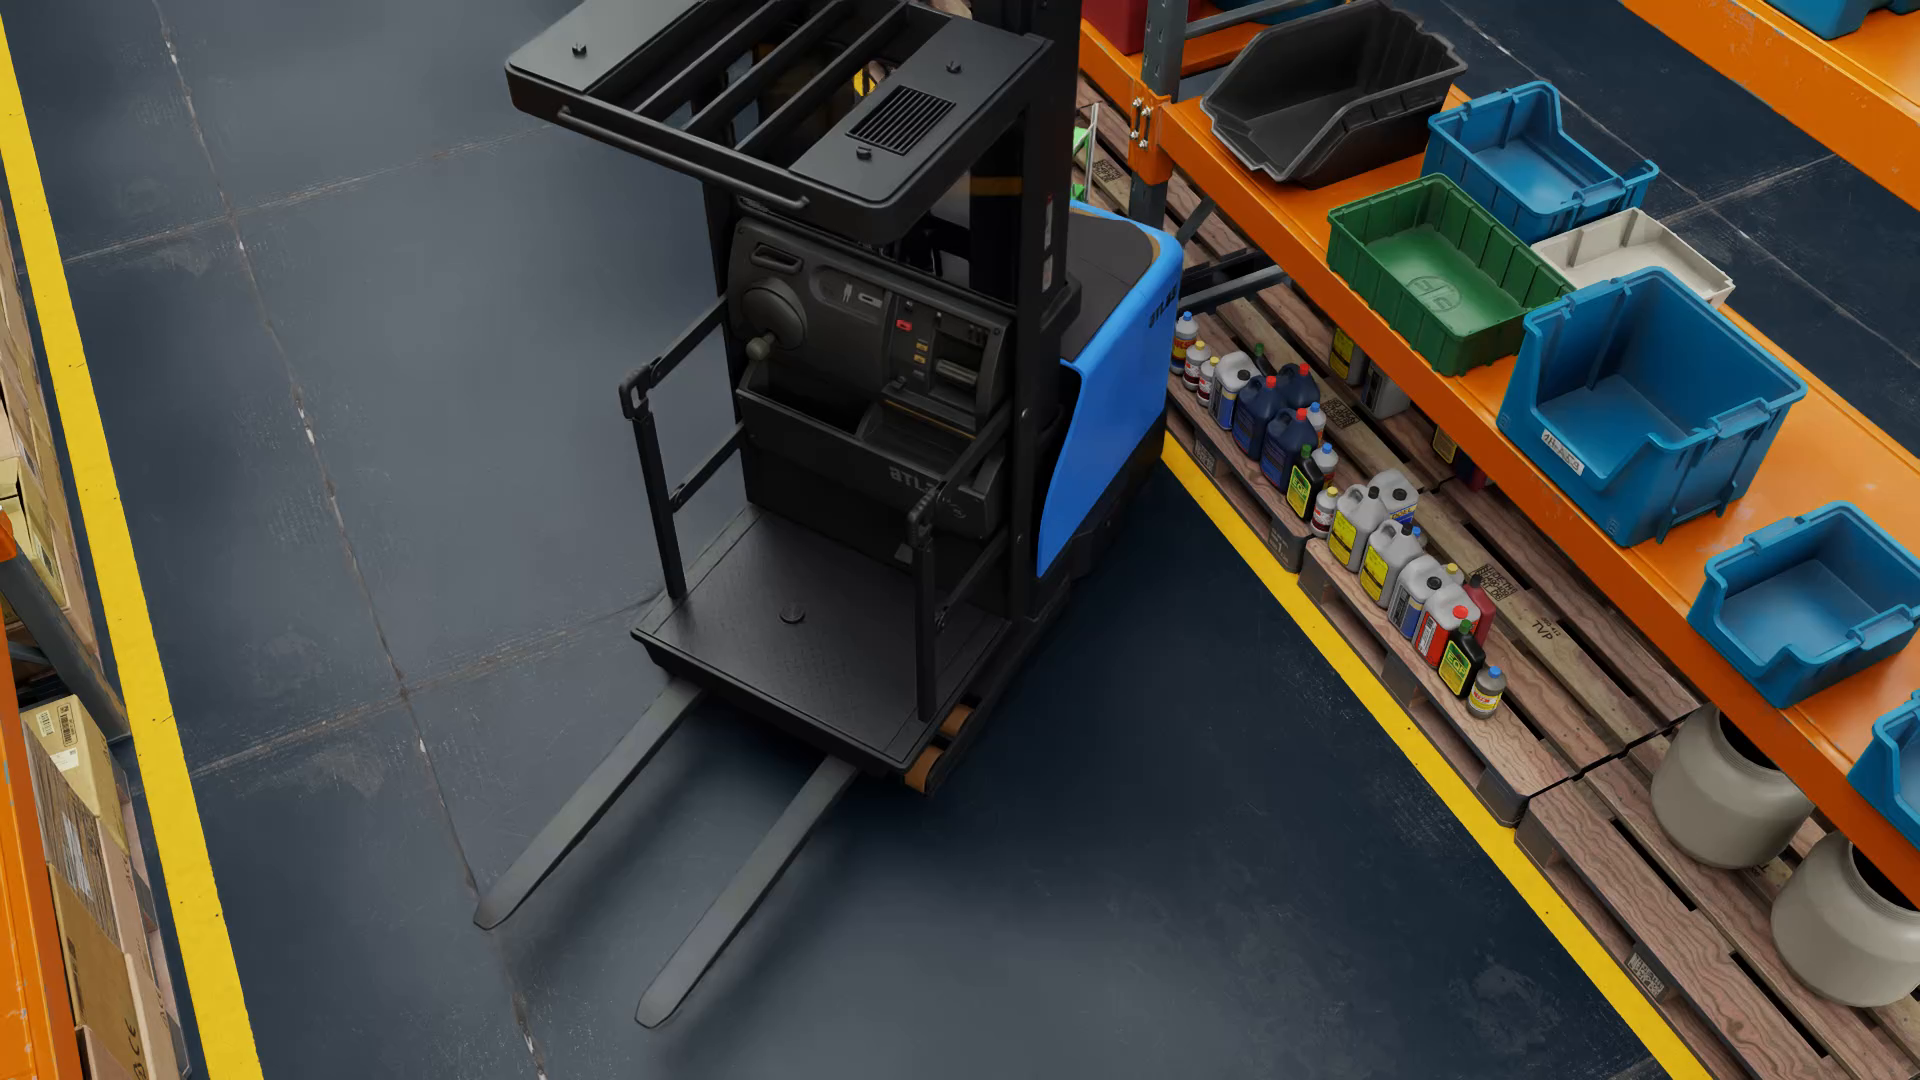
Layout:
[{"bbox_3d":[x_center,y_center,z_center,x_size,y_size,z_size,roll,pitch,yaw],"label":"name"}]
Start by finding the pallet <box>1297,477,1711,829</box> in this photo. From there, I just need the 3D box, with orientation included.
[{"bbox_3d":[1.947,0.308,5.841,1.003,0.211,1.213,-21,52,-18],"label":"pallet"}]

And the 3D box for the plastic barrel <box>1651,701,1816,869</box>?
[{"bbox_3d":[2.346,0.717,5.004,0.421,0.512,0.421,0,49,0],"label":"plastic barrel"}]

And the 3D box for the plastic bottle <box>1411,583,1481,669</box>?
[{"bbox_3d":[1.623,0.281,5.529,0.152,0.276,0.135,-21,52,-17],"label":"plastic bottle"}]

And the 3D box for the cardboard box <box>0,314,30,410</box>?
[{"bbox_3d":[-3.722,-0.651,6.002,0.500,0.311,0.500,-23,53,-19],"label":"cardboard box"}]

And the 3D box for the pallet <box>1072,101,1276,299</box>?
[{"bbox_3d":[0.720,-1.486,7.409,1.003,0.211,1.213,-21,52,-18],"label":"pallet"}]

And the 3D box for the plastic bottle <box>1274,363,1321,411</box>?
[{"bbox_3d":[1.243,-0.531,6.189,0.144,0.351,0.185,-21,52,-18],"label":"plastic bottle"}]

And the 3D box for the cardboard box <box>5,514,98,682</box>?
[{"bbox_3d":[-3.256,0.224,5.609,0.500,0.250,0.500,-22,52,-18],"label":"cardboard box"}]

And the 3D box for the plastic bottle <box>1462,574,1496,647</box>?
[{"bbox_3d":[1.718,0.241,5.558,0.061,0.283,0.133,-21,52,-18],"label":"plastic bottle"}]

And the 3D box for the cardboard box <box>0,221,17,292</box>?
[{"bbox_3d":[-4.198,-1.149,6.810,0.500,0.250,0.500,-20,52,-17],"label":"cardboard box"}]

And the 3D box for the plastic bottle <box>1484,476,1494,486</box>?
[{"bbox_3d":[1.971,-0.353,6.084,0.152,0.276,0.135,-20,52,-17],"label":"plastic bottle"}]

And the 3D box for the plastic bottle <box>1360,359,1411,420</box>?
[{"bbox_3d":[1.633,-0.612,6.310,0.152,0.276,0.135,-21,52,-18],"label":"plastic bottle"}]

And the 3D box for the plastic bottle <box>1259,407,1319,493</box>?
[{"bbox_3d":[1.201,-0.355,6.035,0.144,0.351,0.185,-23,53,-19],"label":"plastic bottle"}]

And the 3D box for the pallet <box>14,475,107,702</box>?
[{"bbox_3d":[-3.664,0.250,5.891,1.003,0.211,1.213,-21,52,-18],"label":"pallet"}]

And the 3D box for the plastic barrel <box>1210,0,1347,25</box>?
[{"bbox_3d":[1.207,-2.420,6.040,0.600,0.901,0.708,-21,52,-18],"label":"plastic barrel"}]

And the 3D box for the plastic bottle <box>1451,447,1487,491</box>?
[{"bbox_3d":[1.877,-0.319,6.048,0.061,0.283,0.133,-21,52,-18],"label":"plastic bottle"}]

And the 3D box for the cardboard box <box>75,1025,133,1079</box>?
[{"bbox_3d":[-2.193,1.569,3.935,0.500,0.500,0.500,-21,52,-18],"label":"cardboard box"}]

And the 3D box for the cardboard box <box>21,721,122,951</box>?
[{"bbox_3d":[-2.667,0.906,4.515,0.500,0.500,0.500,-21,52,-18],"label":"cardboard box"}]

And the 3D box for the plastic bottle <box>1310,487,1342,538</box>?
[{"bbox_3d":[1.310,-0.108,5.919,0.097,0.201,0.097,0,49,0],"label":"plastic bottle"}]

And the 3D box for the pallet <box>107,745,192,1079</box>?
[{"bbox_3d":[-2.965,1.277,4.993,1.003,0.211,1.213,-21,52,-18],"label":"pallet"}]

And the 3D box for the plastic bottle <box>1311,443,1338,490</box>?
[{"bbox_3d":[1.301,-0.243,5.990,0.097,0.271,0.097,0,49,0],"label":"plastic bottle"}]

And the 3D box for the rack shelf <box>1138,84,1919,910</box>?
[{"bbox_3d":[2.029,-0.316,5.012,1.077,0.370,4.000,-21,52,-18],"label":"rack shelf"}]

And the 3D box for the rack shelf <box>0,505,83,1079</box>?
[{"bbox_3d":[-2.377,1.387,3.522,1.077,0.370,4.000,-21,52,-18],"label":"rack shelf"}]

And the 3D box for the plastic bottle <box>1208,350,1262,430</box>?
[{"bbox_3d":[1.042,-0.569,6.272,0.152,0.276,0.135,-19,52,-16],"label":"plastic bottle"}]

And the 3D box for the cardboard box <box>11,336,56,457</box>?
[{"bbox_3d":[-3.728,-0.465,6.211,0.500,0.250,0.500,-23,53,-19],"label":"cardboard box"}]

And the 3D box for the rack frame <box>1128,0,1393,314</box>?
[{"bbox_3d":[1.114,-1.892,5.912,1.000,3.000,0.127,-21,52,-18],"label":"rack frame"}]

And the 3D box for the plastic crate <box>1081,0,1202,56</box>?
[{"bbox_3d":[0.620,-2.131,6.079,0.402,0.464,0.583,-21,52,-18],"label":"plastic crate"}]

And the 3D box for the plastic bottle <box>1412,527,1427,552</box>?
[{"bbox_3d":[1.568,0.032,5.796,0.097,0.201,0.097,0,49,0],"label":"plastic bottle"}]

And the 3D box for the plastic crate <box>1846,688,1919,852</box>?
[{"bbox_3d":[2.449,0.602,3.829,0.499,0.251,0.616,-21,52,-18],"label":"plastic crate"}]

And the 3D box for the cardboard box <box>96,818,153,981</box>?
[{"bbox_3d":[-2.665,1.152,4.797,0.500,0.250,0.500,-21,52,-18],"label":"cardboard box"}]

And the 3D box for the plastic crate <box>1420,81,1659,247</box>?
[{"bbox_3d":[1.862,-1.196,5.402,0.499,0.251,0.616,-21,52,-18],"label":"plastic crate"}]

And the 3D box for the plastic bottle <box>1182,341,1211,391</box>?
[{"bbox_3d":[0.917,-0.683,6.421,0.097,0.201,0.097,0,49,0],"label":"plastic bottle"}]

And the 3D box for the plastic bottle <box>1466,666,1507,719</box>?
[{"bbox_3d":[1.714,0.484,5.401,0.097,0.201,0.097,0,49,0],"label":"plastic bottle"}]

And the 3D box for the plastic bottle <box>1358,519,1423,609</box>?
[{"bbox_3d":[1.480,0.054,5.678,0.144,0.351,0.185,-19,52,-16],"label":"plastic bottle"}]

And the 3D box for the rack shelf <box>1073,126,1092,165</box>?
[{"bbox_3d":[0.221,-1.466,6.172,0.480,0.148,0.258,20,48,17],"label":"rack shelf"}]

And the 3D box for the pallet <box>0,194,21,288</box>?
[{"bbox_3d":[-4.780,-1.383,7.319,1.003,0.211,1.213,-21,52,-18],"label":"pallet"}]

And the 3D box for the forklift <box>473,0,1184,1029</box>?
[{"bbox_3d":[-0.395,-0.532,4.768,1.130,2.935,3.031,24,53,20],"label":"forklift"}]

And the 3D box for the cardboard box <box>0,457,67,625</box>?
[{"bbox_3d":[-3.260,0.032,5.405,0.500,0.311,0.500,-21,52,-17],"label":"cardboard box"}]

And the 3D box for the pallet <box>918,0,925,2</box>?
[{"bbox_3d":[-0.396,-3.119,8.838,1.003,0.211,1.213,-21,52,-18],"label":"pallet"}]

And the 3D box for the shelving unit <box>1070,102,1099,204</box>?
[{"bbox_3d":[0.209,-1.174,6.468,0.503,1.200,0.258,20,48,17],"label":"shelving unit"}]

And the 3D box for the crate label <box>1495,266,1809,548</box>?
[{"bbox_3d":[1.862,-0.365,4.553,0.502,0.435,0.616,-21,52,-18],"label":"crate label"}]
